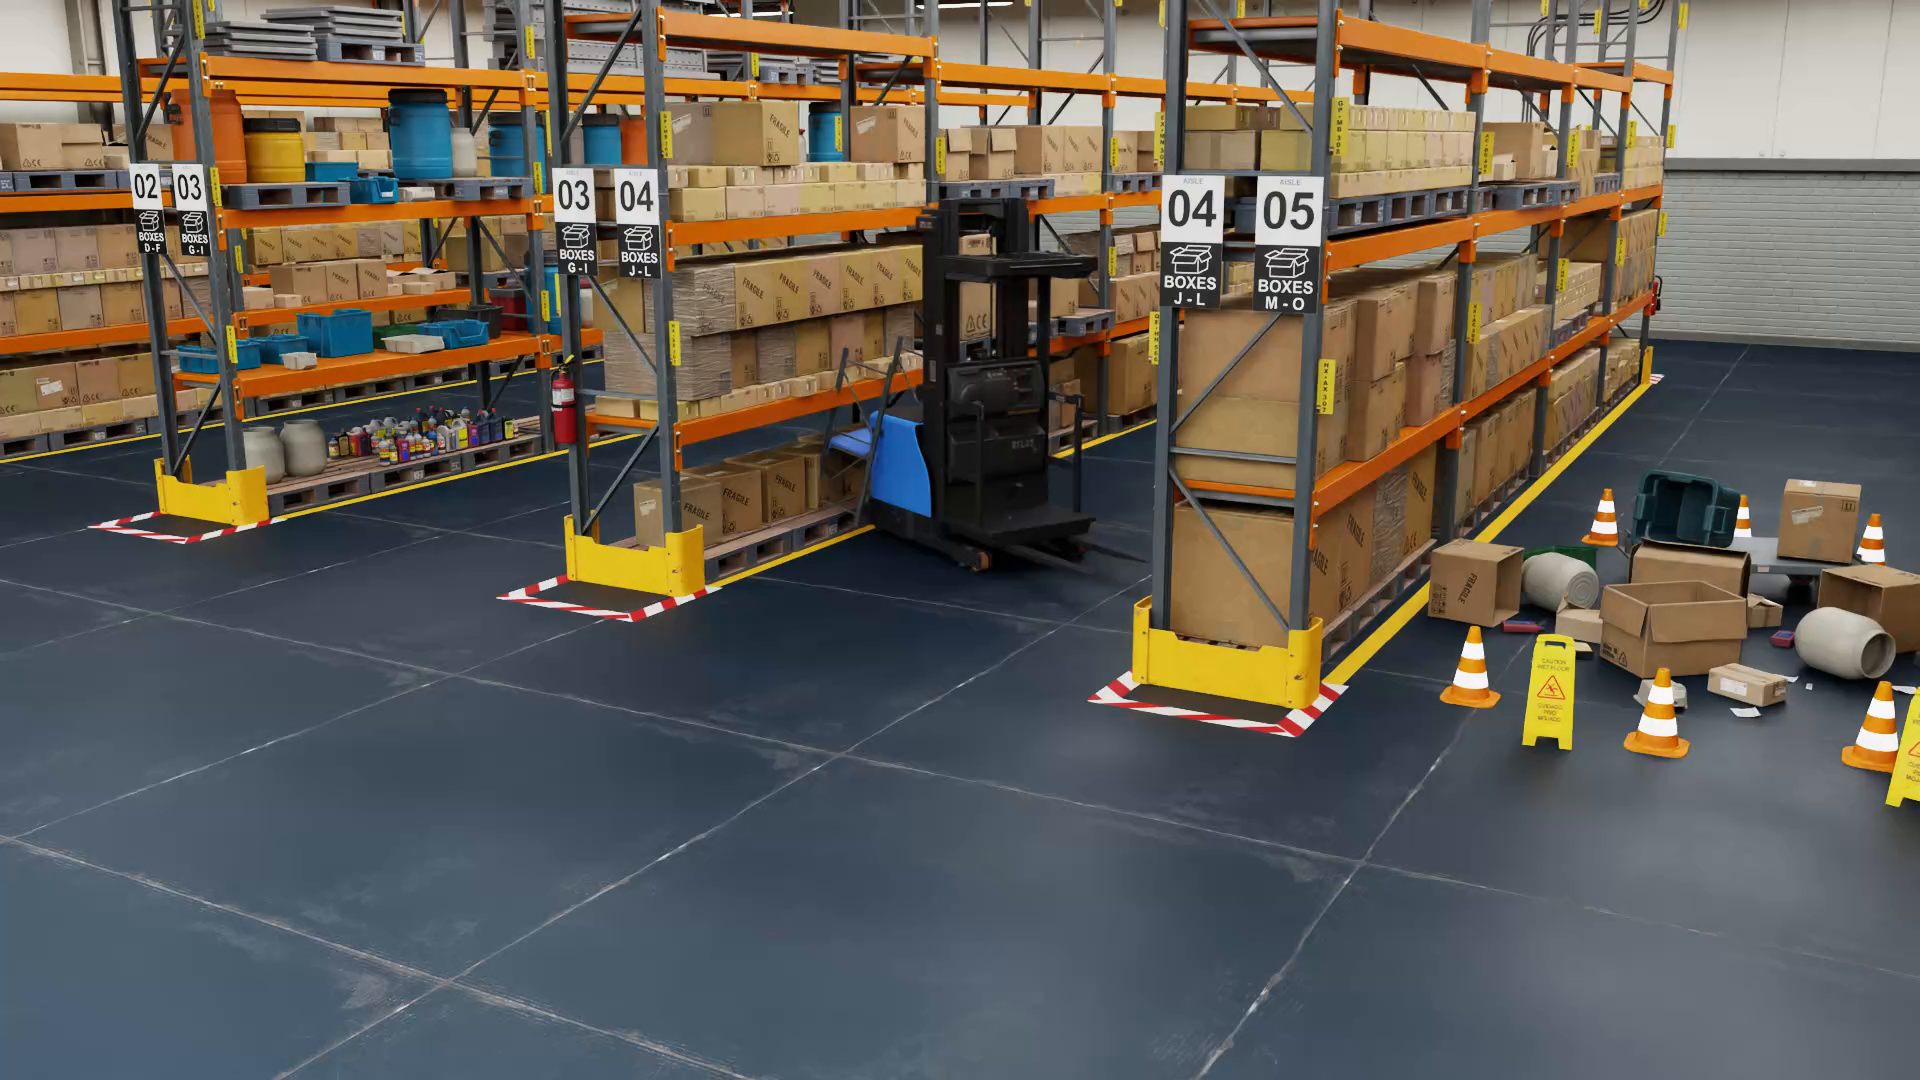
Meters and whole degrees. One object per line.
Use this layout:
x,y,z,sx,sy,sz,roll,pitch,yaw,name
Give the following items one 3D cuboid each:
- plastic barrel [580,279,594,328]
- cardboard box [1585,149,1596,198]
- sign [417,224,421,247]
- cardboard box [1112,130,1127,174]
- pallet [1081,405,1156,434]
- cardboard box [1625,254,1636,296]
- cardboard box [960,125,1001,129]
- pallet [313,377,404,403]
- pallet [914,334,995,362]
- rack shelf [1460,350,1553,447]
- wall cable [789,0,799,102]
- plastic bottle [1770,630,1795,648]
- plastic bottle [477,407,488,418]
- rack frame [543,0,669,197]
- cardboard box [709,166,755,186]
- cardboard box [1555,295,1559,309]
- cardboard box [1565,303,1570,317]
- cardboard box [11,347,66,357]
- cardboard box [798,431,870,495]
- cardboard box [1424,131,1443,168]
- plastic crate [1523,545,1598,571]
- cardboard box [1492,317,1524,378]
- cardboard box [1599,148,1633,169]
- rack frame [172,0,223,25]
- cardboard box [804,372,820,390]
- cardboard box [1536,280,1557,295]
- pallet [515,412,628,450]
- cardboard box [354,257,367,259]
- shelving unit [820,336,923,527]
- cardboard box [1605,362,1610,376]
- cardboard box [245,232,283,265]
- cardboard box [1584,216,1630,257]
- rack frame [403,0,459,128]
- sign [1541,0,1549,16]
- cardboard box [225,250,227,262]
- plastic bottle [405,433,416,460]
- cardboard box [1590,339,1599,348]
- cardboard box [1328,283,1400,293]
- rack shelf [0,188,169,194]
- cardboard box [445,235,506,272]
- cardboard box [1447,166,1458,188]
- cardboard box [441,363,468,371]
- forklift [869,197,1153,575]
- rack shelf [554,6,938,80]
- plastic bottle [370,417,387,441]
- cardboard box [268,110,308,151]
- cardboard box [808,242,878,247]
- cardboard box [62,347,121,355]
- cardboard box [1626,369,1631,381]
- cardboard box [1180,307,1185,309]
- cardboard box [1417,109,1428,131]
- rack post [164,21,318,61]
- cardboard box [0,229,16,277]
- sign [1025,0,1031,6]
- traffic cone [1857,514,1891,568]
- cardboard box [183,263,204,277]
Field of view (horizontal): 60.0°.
-4.343,-2.721,19.130,0.433,0.535,0.433,0,14,0,plastic barrel
6.546,-3.961,17.948,0.500,0.500,0.500,7,15,28,cardboard box
-7.878,-4.450,24.290,0.100,0.325,0.005,7,15,28,sign
1.503,-4.589,19.651,0.797,0.503,0.637,8,16,31,cardboard box
1.719,-1.541,20.473,1.003,0.211,1.213,7,15,28,pallet
8.466,-3.449,21.591,0.500,0.500,0.500,7,15,27,cardboard box
0.334,-4.218,17.949,0.500,0.500,0.500,7,15,26,cardboard box
-8.421,-2.097,22.780,1.003,0.211,1.213,7,15,28,pallet
-0.165,-1.969,16.711,1.003,0.211,1.213,7,15,28,pallet
4.598,-1.400,15.476,1.077,0.370,4.000,7,15,28,rack shelf
-2.454,-10.743,35.745,3.097,2.526,0.112,7,15,28,wall cable
5.747,0.681,11.577,0.133,0.061,0.283,11,17,38,plastic bottle
-5.183,-1.261,18.078,0.144,0.351,0.185,7,15,28,plastic bottle
-2.596,-4.018,12.000,1.000,3.000,0.127,7,15,28,rack frame
-1.842,-2.867,13.094,0.380,0.149,0.250,8,16,30,cardboard box
6.103,-2.519,17.588,0.380,0.149,0.250,8,16,31,cardboard box
6.473,-2.532,18.276,0.380,0.149,0.250,8,16,30,cardboard box
-13.329,-2.757,23.966,0.700,0.500,0.500,8,16,30,cardboard box
-1.161,-0.715,15.538,0.500,0.500,0.500,-12,18,-41,cardboard box
3.130,-2.786,11.866,0.500,0.250,0.500,7,15,28,cardboard box
4.694,0.184,13.249,0.662,0.188,0.450,-8,6,-30,plastic crate
4.854,-1.776,15.285,0.500,0.500,0.500,8,16,29,cardboard box
7.941,-4.681,20.402,0.500,0.250,0.500,8,16,30,cardboard box
-11.737,-7.343,25.791,1.000,3.000,0.127,7,15,28,rack frame
-1.435,-1.374,14.369,0.380,0.149,0.250,7,15,28,cardboard box
6.085,-2.660,17.537,0.380,0.149,0.250,7,15,27,cardboard box
-4.652,-1.293,19.448,1.003,0.211,1.213,7,15,28,pallet
-10.371,-4.778,28.444,0.380,0.149,0.250,7,15,26,cardboard box
-0.729,-0.994,14.949,0.538,1.500,1.048,21,20,20,shelving unit
8.031,-2.185,21.115,0.380,0.149,0.250,8,16,31,cardboard box
-11.278,-4.700,26.739,0.500,0.500,0.500,8,16,30,cardboard box
8.167,-3.833,21.052,0.500,0.500,0.500,7,15,26,cardboard box
-7.399,-6.783,23.466,1.000,3.000,0.127,7,15,28,rack frame
7.032,-6.455,19.947,0.100,0.325,0.005,7,15,28,sign
-11.955,-4.591,26.026,0.700,0.500,0.500,5,15,21,cardboard box
-5.617,-0.957,16.987,0.097,0.271,0.097,0,14,0,plastic bottle
8.853,-2.770,23.540,0.380,0.149,0.250,8,16,29,cardboard box
2.628,-1.535,11.876,0.875,0.550,0.500,7,15,28,cardboard box
-12.704,-5.125,24.525,1.077,0.370,4.000,7,15,28,rack shelf
-7.193,-4.261,24.698,0.700,0.500,0.500,2,14,9,cardboard box
3.489,-2.713,12.411,0.380,0.149,0.250,8,16,29,cardboard box
-7.439,-2.598,23.880,0.500,0.250,0.500,8,16,29,cardboard box
0.421,-1.291,13.633,1.130,2.935,3.031,-9,16,-33,forklift
-1.629,-4.077,13.786,1.077,0.370,4.000,7,15,28,rack shelf
-6.138,-1.127,17.521,0.144,0.351,0.185,8,16,30,plastic bottle
-8.744,-5.241,21.296,0.500,0.500,0.500,9,16,33,cardboard box
-1.102,-2.538,15.680,0.500,0.500,0.500,7,15,28,cardboard box
-10.314,-2.013,19.852,0.500,0.500,0.500,7,15,28,cardboard box
8.945,-2.268,22.727,0.380,0.149,0.250,7,15,26,cardboard box
2.726,-3.277,21.511,0.500,0.500,0.500,7,15,27,cardboard box
2.999,-2.893,11.460,0.380,0.149,0.250,8,16,29,cardboard box
-6.455,-4.477,14.969,0.937,0.300,0.954,9,16,34,rack post
-10.754,-3.118,18.084,0.700,0.500,0.500,7,15,27,cardboard box
0.784,-6.253,18.937,0.100,0.325,0.005,7,15,28,sign
7.387,0.021,13.460,0.336,0.463,0.334,7,15,28,traffic cone
-9.397,-3.279,20.136,0.380,0.149,0.250,7,15,27,cardboard box
